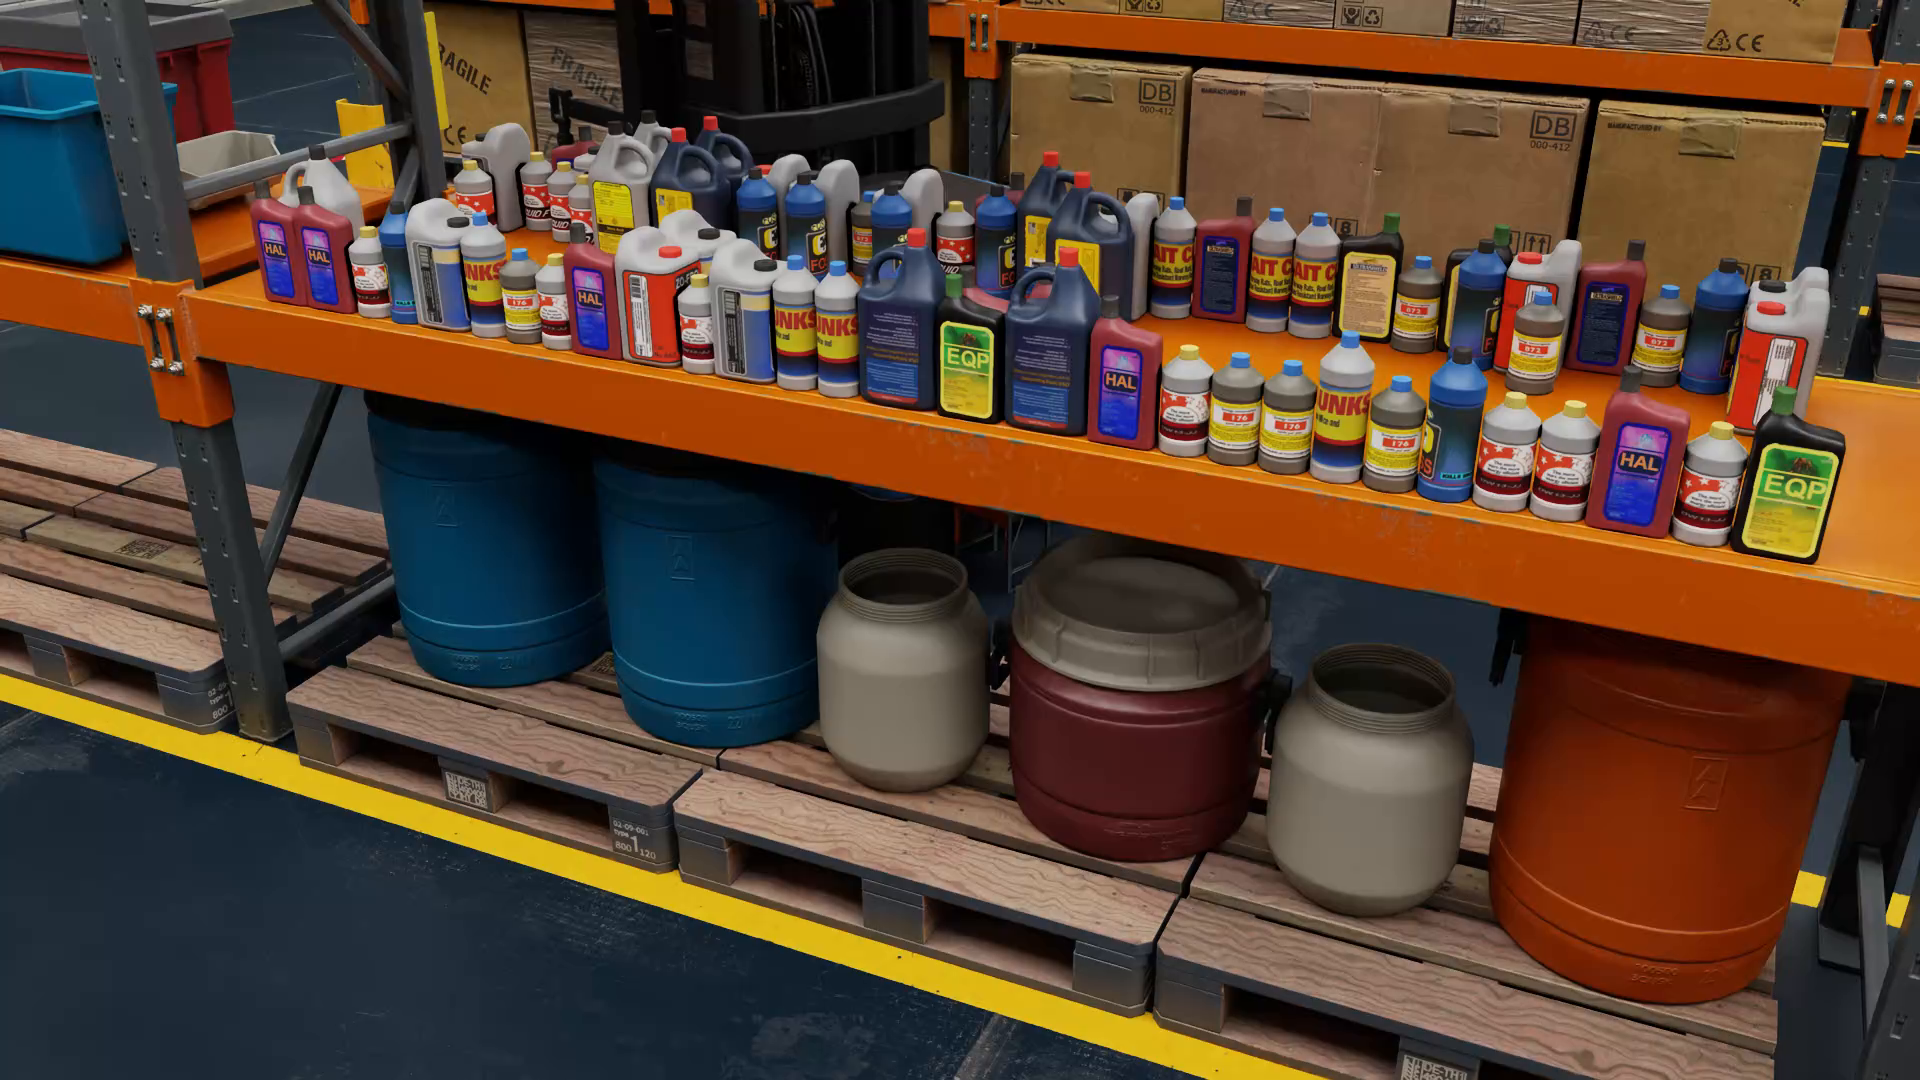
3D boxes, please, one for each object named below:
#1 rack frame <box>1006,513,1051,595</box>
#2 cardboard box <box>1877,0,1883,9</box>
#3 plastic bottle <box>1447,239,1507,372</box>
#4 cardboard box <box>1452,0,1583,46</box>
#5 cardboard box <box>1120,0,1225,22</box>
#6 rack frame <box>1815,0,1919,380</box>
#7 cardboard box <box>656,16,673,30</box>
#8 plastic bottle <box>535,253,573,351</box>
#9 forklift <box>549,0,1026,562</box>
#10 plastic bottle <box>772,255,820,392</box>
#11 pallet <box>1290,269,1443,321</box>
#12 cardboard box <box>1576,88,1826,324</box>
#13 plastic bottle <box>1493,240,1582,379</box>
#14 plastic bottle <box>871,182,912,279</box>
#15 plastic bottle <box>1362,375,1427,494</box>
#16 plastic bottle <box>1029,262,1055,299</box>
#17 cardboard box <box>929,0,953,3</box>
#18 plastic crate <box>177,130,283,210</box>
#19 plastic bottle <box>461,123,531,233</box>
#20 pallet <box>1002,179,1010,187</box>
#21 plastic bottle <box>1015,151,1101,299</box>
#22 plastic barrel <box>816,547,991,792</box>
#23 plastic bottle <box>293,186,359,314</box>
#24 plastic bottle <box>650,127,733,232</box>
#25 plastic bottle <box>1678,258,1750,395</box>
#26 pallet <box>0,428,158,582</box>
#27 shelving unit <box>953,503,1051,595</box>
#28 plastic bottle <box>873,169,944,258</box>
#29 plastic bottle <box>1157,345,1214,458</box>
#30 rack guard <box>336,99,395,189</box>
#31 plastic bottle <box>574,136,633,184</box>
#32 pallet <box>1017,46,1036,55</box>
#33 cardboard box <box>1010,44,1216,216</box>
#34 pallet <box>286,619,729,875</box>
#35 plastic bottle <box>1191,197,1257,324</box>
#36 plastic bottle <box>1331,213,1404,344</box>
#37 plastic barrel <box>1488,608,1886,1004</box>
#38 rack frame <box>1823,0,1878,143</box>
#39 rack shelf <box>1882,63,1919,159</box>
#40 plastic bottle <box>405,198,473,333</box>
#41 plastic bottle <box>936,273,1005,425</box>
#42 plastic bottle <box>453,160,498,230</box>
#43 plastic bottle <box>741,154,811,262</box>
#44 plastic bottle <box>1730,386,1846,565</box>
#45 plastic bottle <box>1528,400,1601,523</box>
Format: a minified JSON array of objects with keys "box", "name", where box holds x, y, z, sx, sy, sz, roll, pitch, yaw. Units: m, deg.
[{"box":[0.222,-0.325,5.222,0.200,1.050,0.008,-23,34,-39],"name":"rack frame"},{"box":[8.559,-5.135,15.283,0.625,0.372,0.950,9,28,18],"name":"cardboard box"},{"box":[1.096,-0.500,3.516,0.097,0.271,0.097,0,26,0],"name":"plastic bottle"},{"box":[2.470,-2.471,7.259,0.500,0.500,0.500,10,28,20],"name":"cardboard box"},{"box":[1.079,-2.748,7.823,0.500,0.500,0.500,11,28,22],"name":"cardboard box"},{"box":[3.947,-2.248,6.920,0.127,3.000,1.000,11,28,22],"name":"rack frame"},{"box":[-1.081,-2.532,9.427,0.875,0.875,0.875,11,28,22],"name":"cardboard box"},{"box":[-0.876,-0.526,3.648,0.097,0.201,0.097,0,26,0],"name":"plastic bottle"},{"box":[-0.892,-1.781,6.049,1.130,2.935,3.031,-23,34,-39],"name":"forklift"},{"box":[-0.333,-0.448,3.411,0.097,0.271,0.097,0,26,0],"name":"plastic bottle"},{"box":[2.154,-1.395,8.345,1.213,0.211,1.003,11,28,22],"name":"pallet"},{"box":[3.327,-1.618,7.570,0.875,0.875,1.225,10,28,19],"name":"cardboard box"},{"box":[1.215,-0.495,3.499,0.135,0.276,0.152,11,28,22],"name":"plastic bottle"},{"box":[-0.161,-0.708,3.939,0.097,0.271,0.097,0,26,0],"name":"plastic bottle"},{"box":[0.778,-0.194,2.973,0.097,0.201,0.097,0,26,0],"name":"plastic bottle"},{"box":[0.203,-0.407,3.313,0.133,0.283,0.061,11,28,22],"name":"plastic bottle"},{"box":[-0.108,-2.791,8.307,0.250,0.149,0.380,12,28,22],"name":"cardboard box"},{"box":[-2.109,-1.039,4.695,0.243,0.136,0.396,11,28,22],"name":"plastic crate"},{"box":[-1.252,-0.990,4.506,0.135,0.276,0.152,11,28,22],"name":"plastic bottle"},{"box":[-0.354,-1.899,9.368,1.213,0.211,1.003,11,28,22],"name":"pallet"},{"box":[0.230,-0.728,3.888,0.185,0.351,0.144,11,28,22],"name":"plastic bottle"},{"box":[-0.135,0.315,4.056,0.421,0.512,0.421,0,26,0],"name":"plastic barrel"},{"box":[-1.466,-0.673,3.852,0.133,0.283,0.061,11,28,22],"name":"plastic bottle"},{"box":[-0.664,-0.837,4.111,0.185,0.351,0.144,11,28,22],"name":"plastic bottle"},{"box":[1.542,-0.440,3.394,0.097,0.271,0.097,0,26,0],"name":"plastic bottle"},{"box":[-3.545,-0.078,5.670,1.213,0.211,1.003,11,28,22],"name":"pallet"},{"box":[0.137,-0.364,5.300,0.215,1.050,0.252,-23,34,-39],"name":"shelving unit"},{"box":[-0.127,-0.764,4.047,0.135,0.276,0.152,11,28,22],"name":"plastic bottle"},{"box":[0.424,-0.265,3.117,0.097,0.201,0.097,0,26,0],"name":"plastic bottle"},{"box":[-3.357,-2.594,10.452,0.348,0.500,1.175,11,28,22],"name":"rack guard"},{"box":[-0.919,-0.923,4.370,0.135,0.276,0.152,11,28,22],"name":"plastic bottle"},{"box":[0.710,-4.035,13.707,1.213,0.211,1.003,11,28,22],"name":"pallet"},{"box":[0.896,-2.106,8.561,0.875,0.875,1.225,11,28,22],"name":"cardboard box"},{"box":[-1.059,0.421,4.656,1.213,0.211,1.003,11,28,22],"name":"pallet"},{"box":[0.604,-0.643,3.792,0.133,0.283,0.061,11,28,22],"name":"plastic bottle"},{"box":[0.902,-0.583,3.670,0.133,0.283,0.061,11,28,22],"name":"plastic bottle"},{"box":[1.444,0.446,3.429,0.708,0.830,0.600,11,28,22],"name":"plastic barrel"},{"box":[6.092,-4.224,10.933,0.127,3.000,1.000,11,28,22],"name":"rack frame"},{"box":[5.767,-1.560,6.336,4.000,0.370,1.077,11,28,22],"name":"rack shelf"},{"box":[-1.148,-0.627,3.769,0.135,0.276,0.152,11,28,22],"name":"plastic bottle"},{"box":[0.022,-0.374,3.245,0.133,0.283,0.061,11,28,22],"name":"plastic bottle"},{"box":[-1.287,-0.903,4.413,0.097,0.201,0.097,0,26,0],"name":"plastic bottle"},{"box":[-0.460,-0.831,4.183,0.135,0.276,0.152,11,28,22],"name":"plastic bottle"},{"box":[1.352,-0.107,2.703,0.133,0.283,0.061,11,28,22],"name":"plastic bottle"},{"box":[1.044,-0.140,2.864,0.097,0.201,0.097,0,26,0],"name":"plastic bottle"}]
